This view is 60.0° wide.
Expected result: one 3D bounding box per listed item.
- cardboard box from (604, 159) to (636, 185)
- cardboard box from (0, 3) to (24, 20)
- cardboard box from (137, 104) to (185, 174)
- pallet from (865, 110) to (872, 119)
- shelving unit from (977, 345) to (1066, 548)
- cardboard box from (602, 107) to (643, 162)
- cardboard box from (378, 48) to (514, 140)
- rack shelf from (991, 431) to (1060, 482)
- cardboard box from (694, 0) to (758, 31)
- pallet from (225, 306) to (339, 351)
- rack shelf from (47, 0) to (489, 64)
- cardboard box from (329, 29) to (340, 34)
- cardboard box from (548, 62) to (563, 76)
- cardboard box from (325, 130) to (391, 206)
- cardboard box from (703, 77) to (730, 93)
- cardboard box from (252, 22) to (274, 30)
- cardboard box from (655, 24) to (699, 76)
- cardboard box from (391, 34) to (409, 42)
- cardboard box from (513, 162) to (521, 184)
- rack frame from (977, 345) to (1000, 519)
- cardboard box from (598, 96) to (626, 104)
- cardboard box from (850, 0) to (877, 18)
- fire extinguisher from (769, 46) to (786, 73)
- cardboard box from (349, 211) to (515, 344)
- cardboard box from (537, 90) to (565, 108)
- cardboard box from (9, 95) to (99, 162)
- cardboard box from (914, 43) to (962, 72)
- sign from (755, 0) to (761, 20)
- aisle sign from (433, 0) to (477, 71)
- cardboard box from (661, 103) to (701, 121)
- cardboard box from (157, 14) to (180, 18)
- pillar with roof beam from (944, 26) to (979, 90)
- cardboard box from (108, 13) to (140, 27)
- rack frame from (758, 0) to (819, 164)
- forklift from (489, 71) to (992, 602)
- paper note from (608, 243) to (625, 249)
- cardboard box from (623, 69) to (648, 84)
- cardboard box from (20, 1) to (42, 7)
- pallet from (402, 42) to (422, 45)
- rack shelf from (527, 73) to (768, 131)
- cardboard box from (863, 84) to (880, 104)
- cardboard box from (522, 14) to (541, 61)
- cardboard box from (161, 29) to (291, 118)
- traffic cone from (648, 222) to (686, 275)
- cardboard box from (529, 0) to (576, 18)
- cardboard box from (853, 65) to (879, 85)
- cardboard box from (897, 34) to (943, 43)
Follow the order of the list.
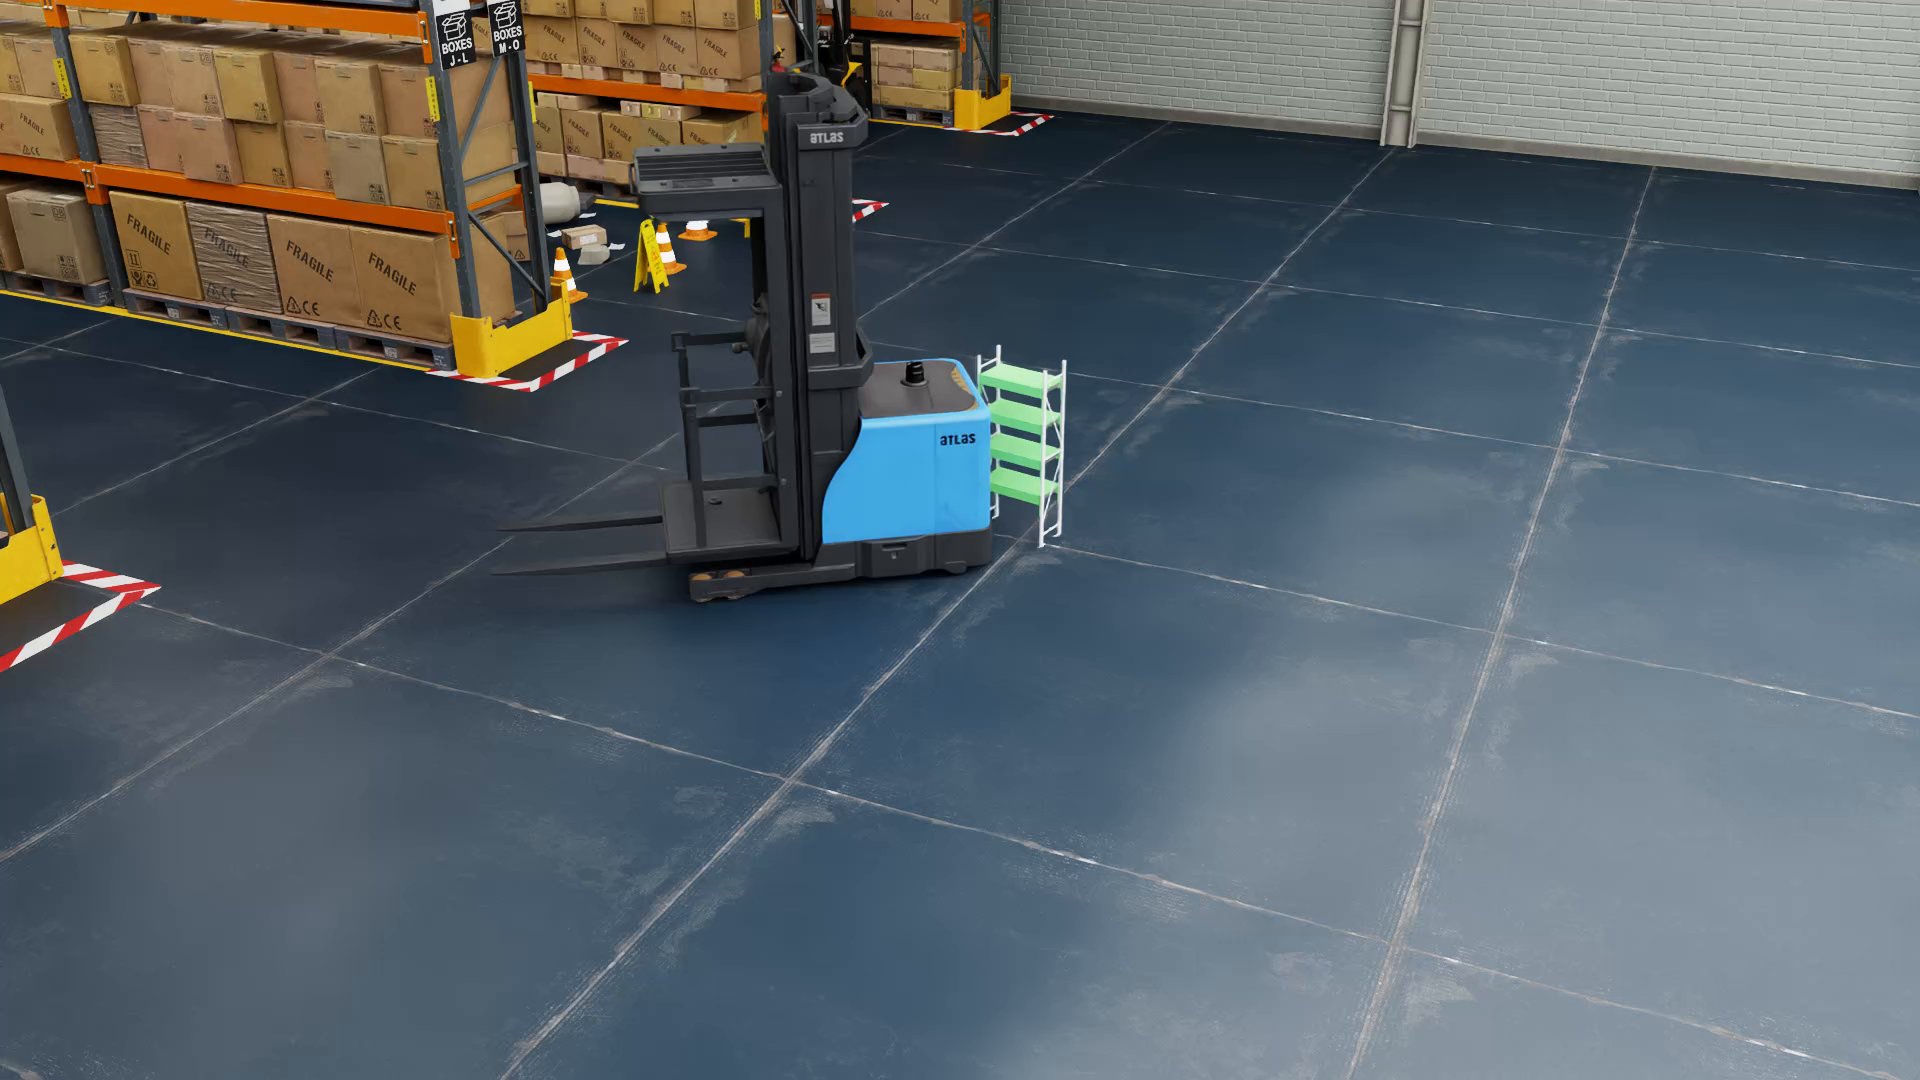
[{"bbox_3d":[-3.564,-4.100,18.318,0.500,0.250,0.500,10,28,20],"label":"cardboard box"},{"bbox_3d":[-11.930,-6.760,21.254,0.500,0.250,0.500,11,28,21],"label":"cardboard box"},{"bbox_3d":[-6.517,-3.550,14.394,0.550,0.550,0.875,11,28,22],"label":"cardboard box"},{"bbox_3d":[-1.539,-6.006,22.710,1.213,0.211,1.003,11,28,22],"label":"pallet"},{"bbox_3d":[0.382,-0.594,10.598,0.503,1.200,0.258,17,31,31],"label":"shelving unit"},{"bbox_3d":[-3.540,-4.436,18.152,0.500,0.500,0.500,11,28,21],"label":"cardboard box"},{"bbox_3d":[-4.048,-3.540,13.152,0.550,0.550,0.875,11,28,22],"label":"cardboard box"},{"bbox_3d":[0.382,-0.537,10.626,0.480,0.148,0.258,17,31,31],"label":"rack shelf"},{"bbox_3d":[-2.325,-5.546,17.037,0.500,0.500,0.700,11,28,21],"label":"cardboard box"},{"bbox_3d":[-5.594,-1.992,14.558,1.213,0.211,1.003,11,28,22],"label":"pallet"},{"bbox_3d":[-5.547,-4.294,13.494,4.000,0.370,1.077,11,28,22],"label":"rack shelf"},{"bbox_3d":[-7.114,-5.986,19.321,0.250,0.149,0.380,10,28,20],"label":"cardboard box"},{"bbox_3d":[-4.285,-5.189,18.178,0.250,0.149,0.380,11,28,22],"label":"cardboard box"},{"bbox_3d":[-4.593,-3.114,13.509,0.550,0.550,0.875,11,28,22],"label":"cardboard box"},{"bbox_3d":[-2.475,-4.785,17.358,0.250,0.149,0.380,11,28,21],"label":"cardboard box"},{"bbox_3d":[-8.118,-6.126,19.605,0.250,0.149,0.380,12,28,22],"label":"cardboard box"},{"bbox_3d":[-2.832,-5.174,17.413,0.500,0.500,0.500,11,28,22],"label":"cardboard box"},{"bbox_3d":[-6.226,-5.759,18.861,0.250,0.149,0.380,10,28,20],"label":"cardboard box"},{"bbox_3d":[-4.999,-3.782,17.863,0.500,0.500,0.500,-12,29,-23],"label":"cardboard box"},{"bbox_3d":[0.182,-0.656,10.723,0.015,1.200,0.240,17,31,31],"label":"rack frame"},{"bbox_3d":[-3.833,-4.751,18.793,0.500,0.500,0.500,13,29,24],"label":"cardboard box"},{"bbox_3d":[-1.210,-7.132,21.726,0.500,0.500,0.500,11,28,21],"label":"cardboard box"},{"bbox_3d":[-1.856,-4.673,16.933,0.183,0.674,0.296,11,28,22],"label":"fire extinguisher"},{"bbox_3d":[-4.371,-2.238,13.829,0.875,0.875,0.875,12,28,22],"label":"cardboard box"},{"bbox_3d":[-4.428,-4.871,18.301,0.250,0.149,0.380,13,29,24],"label":"cardboard box"},{"bbox_3d":[-7.954,-3.669,14.693,0.500,0.500,0.500,11,28,21],"label":"cardboard box"},{"bbox_3d":[-0.267,-6.273,21.600,0.500,0.250,0.500,12,29,24],"label":"cardboard box"},{"bbox_3d":[-2.018,-5.356,16.563,0.005,0.325,0.100,11,28,22],"label":"sign"},{"bbox_3d":[-3.786,-3.938,12.409,0.004,0.787,0.394,11,28,22],"label":"aisle sign"},{"bbox_3d":[-2.969,-4.578,17.706,0.250,0.149,0.380,12,29,23],"label":"cardboard box"},{"bbox_3d":[-9.598,-6.520,20.201,0.500,0.250,0.500,11,28,22],"label":"cardboard box"},{"bbox_3d":[-1.761,-8.361,17.544,0.400,9.000,9.100,11,28,22],"label":"pillar with roof beam"},{"bbox_3d":[-10.092,-6.384,20.491,0.500,0.250,0.500,12,29,23],"label":"cardboard box"},{"bbox_3d":[-1.770,-4.914,17.335,0.127,3.000,1.000,11,28,22],"label":"rack frame"},{"bbox_3d":[-1.371,-1.196,9.860,3.031,2.935,1.130,-5,27,-10],"label":"forklift"},{"bbox_3d":[-3.454,-2.954,16.716,0.142,0.019,0.148,2,26,4],"label":"paper note"},{"bbox_3d":[-3.392,-4.989,17.772,0.250,0.149,0.380,11,28,21],"label":"cardboard box"},{"bbox_3d":[-11.475,-6.884,20.940,0.500,0.250,0.500,12,29,22],"label":"cardboard box"},{"bbox_3d":[-6.046,-5.757,19.265,1.213,0.211,1.003,11,28,22],"label":"pallet"},{"bbox_3d":[-3.590,-4.957,18.236,4.000,0.370,1.077,11,28,22],"label":"rack shelf"},{"bbox_3d":[-1.177,-6.014,22.206,0.500,0.250,0.500,12,29,22],"label":"cardboard box"},{"bbox_3d":[-4.659,-5.549,18.174,0.500,0.500,0.500,11,28,22],"label":"cardboard box"},{"bbox_3d":[-6.063,-3.899,13.881,0.550,0.550,0.875,11,28,22],"label":"cardboard box"},{"bbox_3d":[-2.845,-2.827,15.968,0.334,0.463,0.336,11,28,22],"label":"traffic cone"},{"bbox_3d":[-4.198,-5.900,17.755,0.500,0.500,0.700,11,28,21],"label":"cardboard box"},{"bbox_3d":[-1.222,-6.235,22.089,0.500,0.250,0.500,11,28,21],"label":"cardboard box"},{"bbox_3d":[-0.534,-6.568,22.199,0.500,0.250,0.500,11,28,22],"label":"cardboard box"}]
